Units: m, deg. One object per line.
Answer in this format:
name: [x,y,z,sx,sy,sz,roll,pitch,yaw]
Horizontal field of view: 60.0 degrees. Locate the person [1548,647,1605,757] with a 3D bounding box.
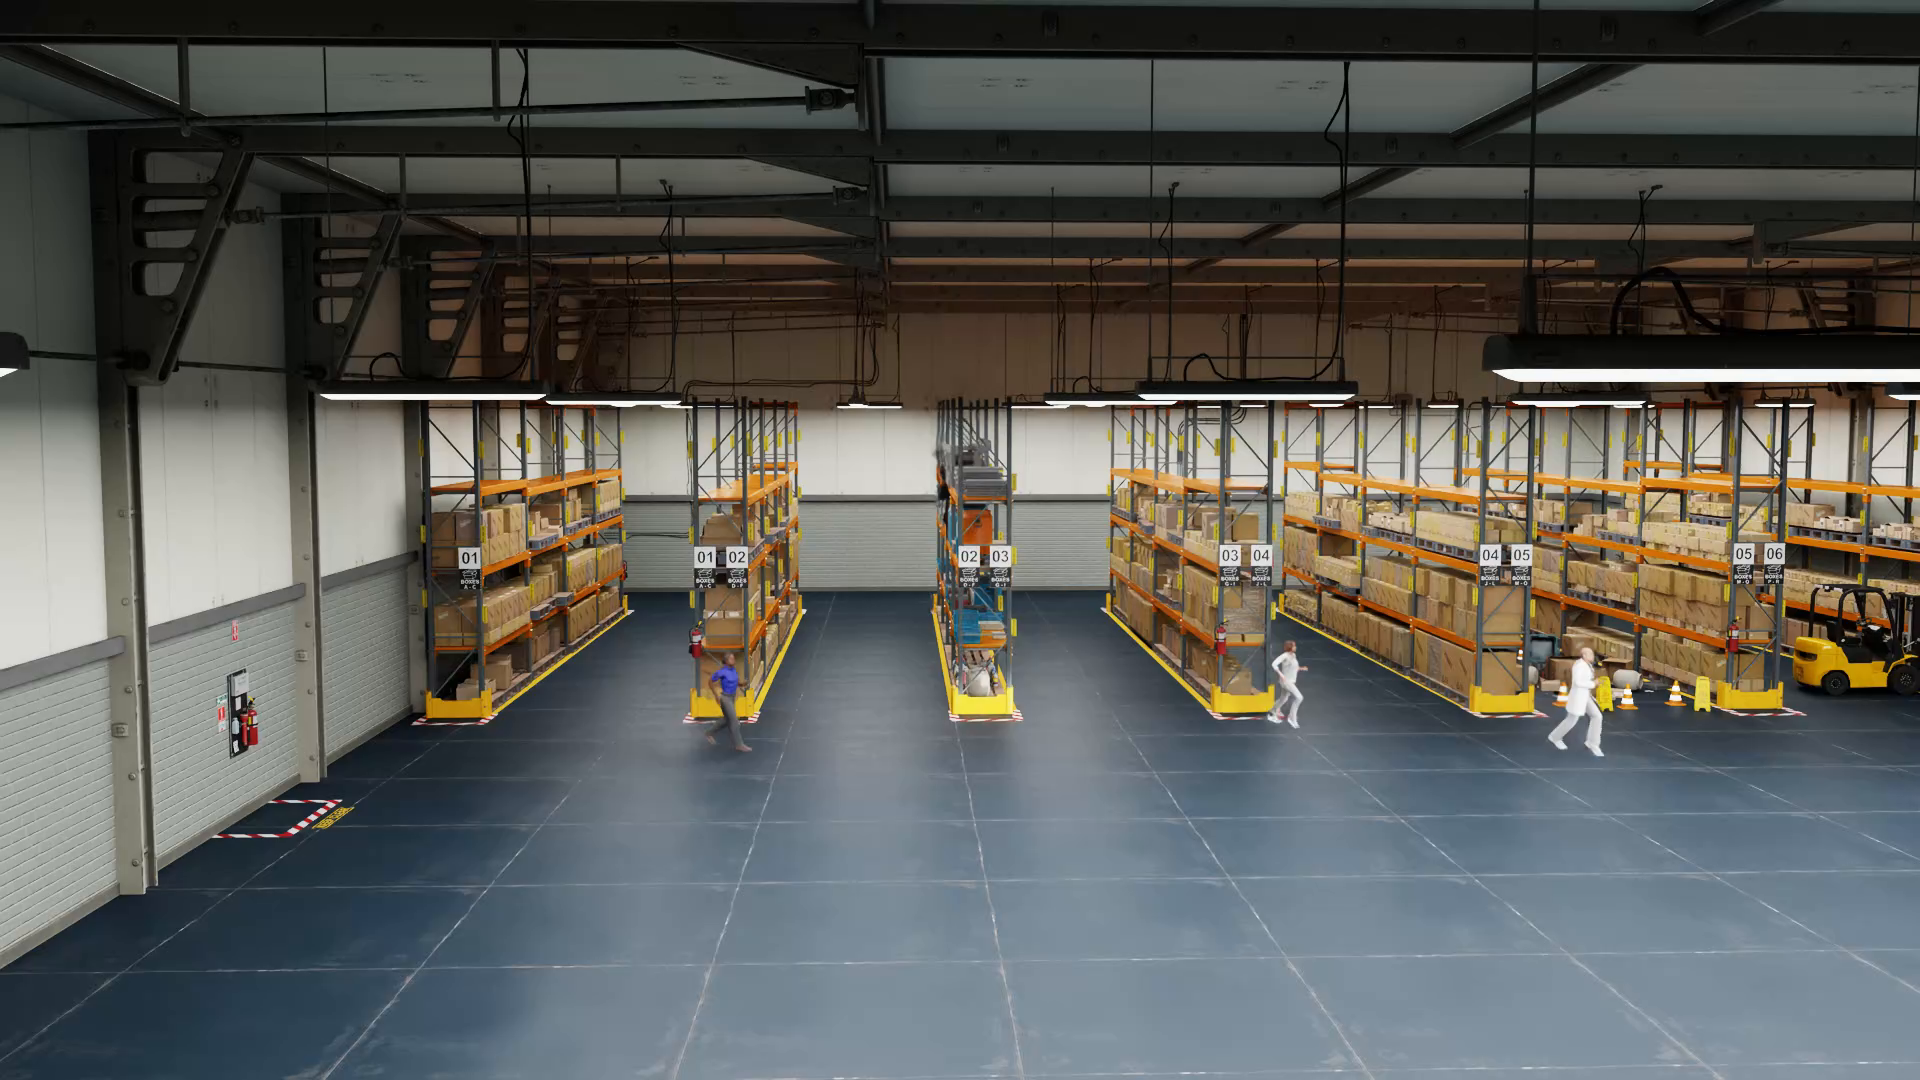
person: [10.340,2.694,27.876,0.943,1.832,0.746,4,6,40]

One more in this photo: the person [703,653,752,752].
person: [-3.931,2.710,27.978,0.939,1.646,0.574,2,5,20]

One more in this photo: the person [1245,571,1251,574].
person: [8.217,1.158,48.383,0.846,1.694,0.777,-3,5,-32]

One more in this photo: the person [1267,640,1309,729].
person: [5.904,2.610,30.077,0.771,1.604,0.521,2,5,25]
